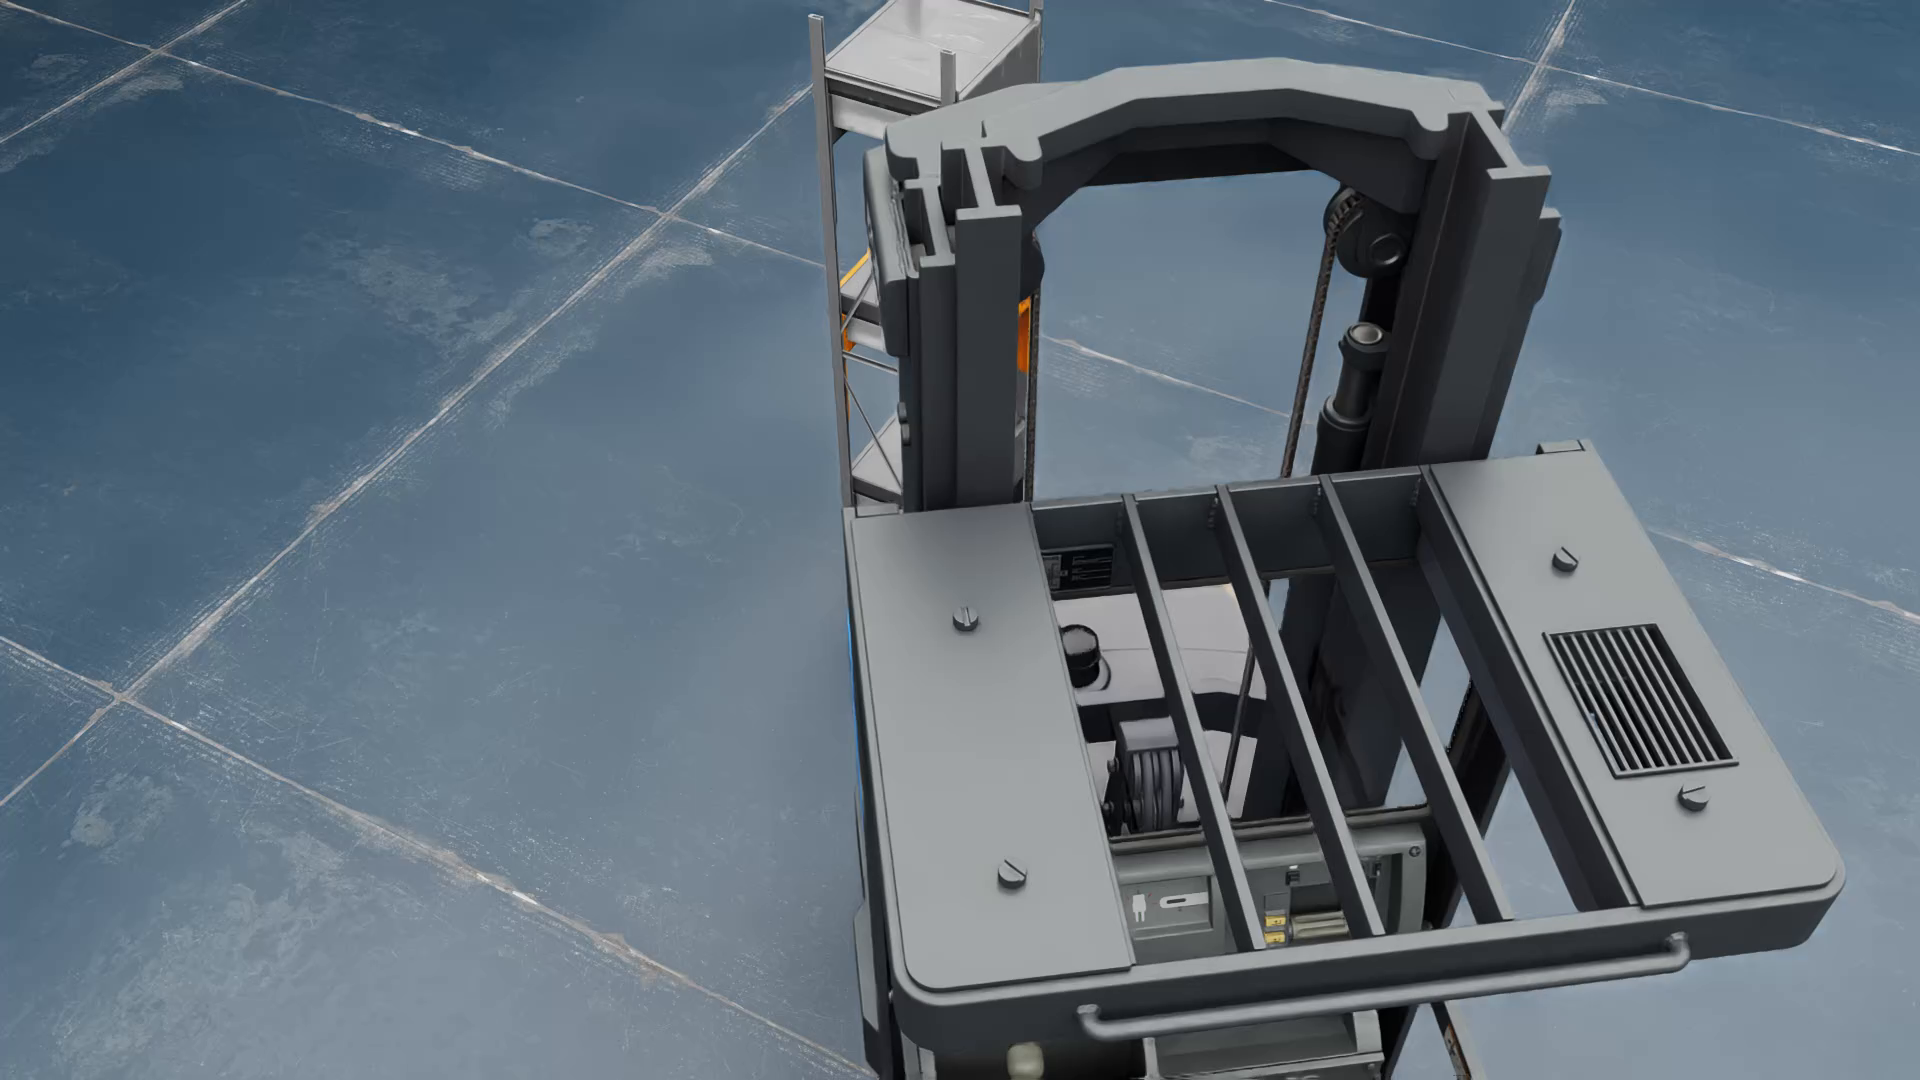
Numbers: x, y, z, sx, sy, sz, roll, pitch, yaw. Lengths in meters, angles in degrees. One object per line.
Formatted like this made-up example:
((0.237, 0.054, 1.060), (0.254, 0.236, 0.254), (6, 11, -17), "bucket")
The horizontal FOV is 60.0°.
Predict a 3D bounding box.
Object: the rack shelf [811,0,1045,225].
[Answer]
((-0.077, -1.116, 4.412), (0.431, 0.518, 0.480), (20, 49, 19), "rack shelf")

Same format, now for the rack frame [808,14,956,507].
((-0.190, -0.480, 4.748), (0.400, 2.100, 0.015), (20, 49, 19), "rack frame")

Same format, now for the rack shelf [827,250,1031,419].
((-0.077, -0.624, 4.910), (0.431, 0.518, 0.480), (20, 49, 19), "rack shelf")

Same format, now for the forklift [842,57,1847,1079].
((0.413, 0.842, 2.858), (1.130, 2.935, 3.031), (-5, 46, -5), "forklift")

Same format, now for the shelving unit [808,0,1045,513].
((-0.077, -0.634, 4.900), (0.431, 2.100, 0.503), (20, 49, 19), "shelving unit")

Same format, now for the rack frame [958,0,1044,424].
((0.036, -0.788, 5.052), (0.400, 2.100, 0.015), (20, 49, 19), "rack frame")

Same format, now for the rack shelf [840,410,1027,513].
((-0.077, -0.132, 5.408), (0.431, 0.518, 0.480), (20, 49, 19), "rack shelf")
